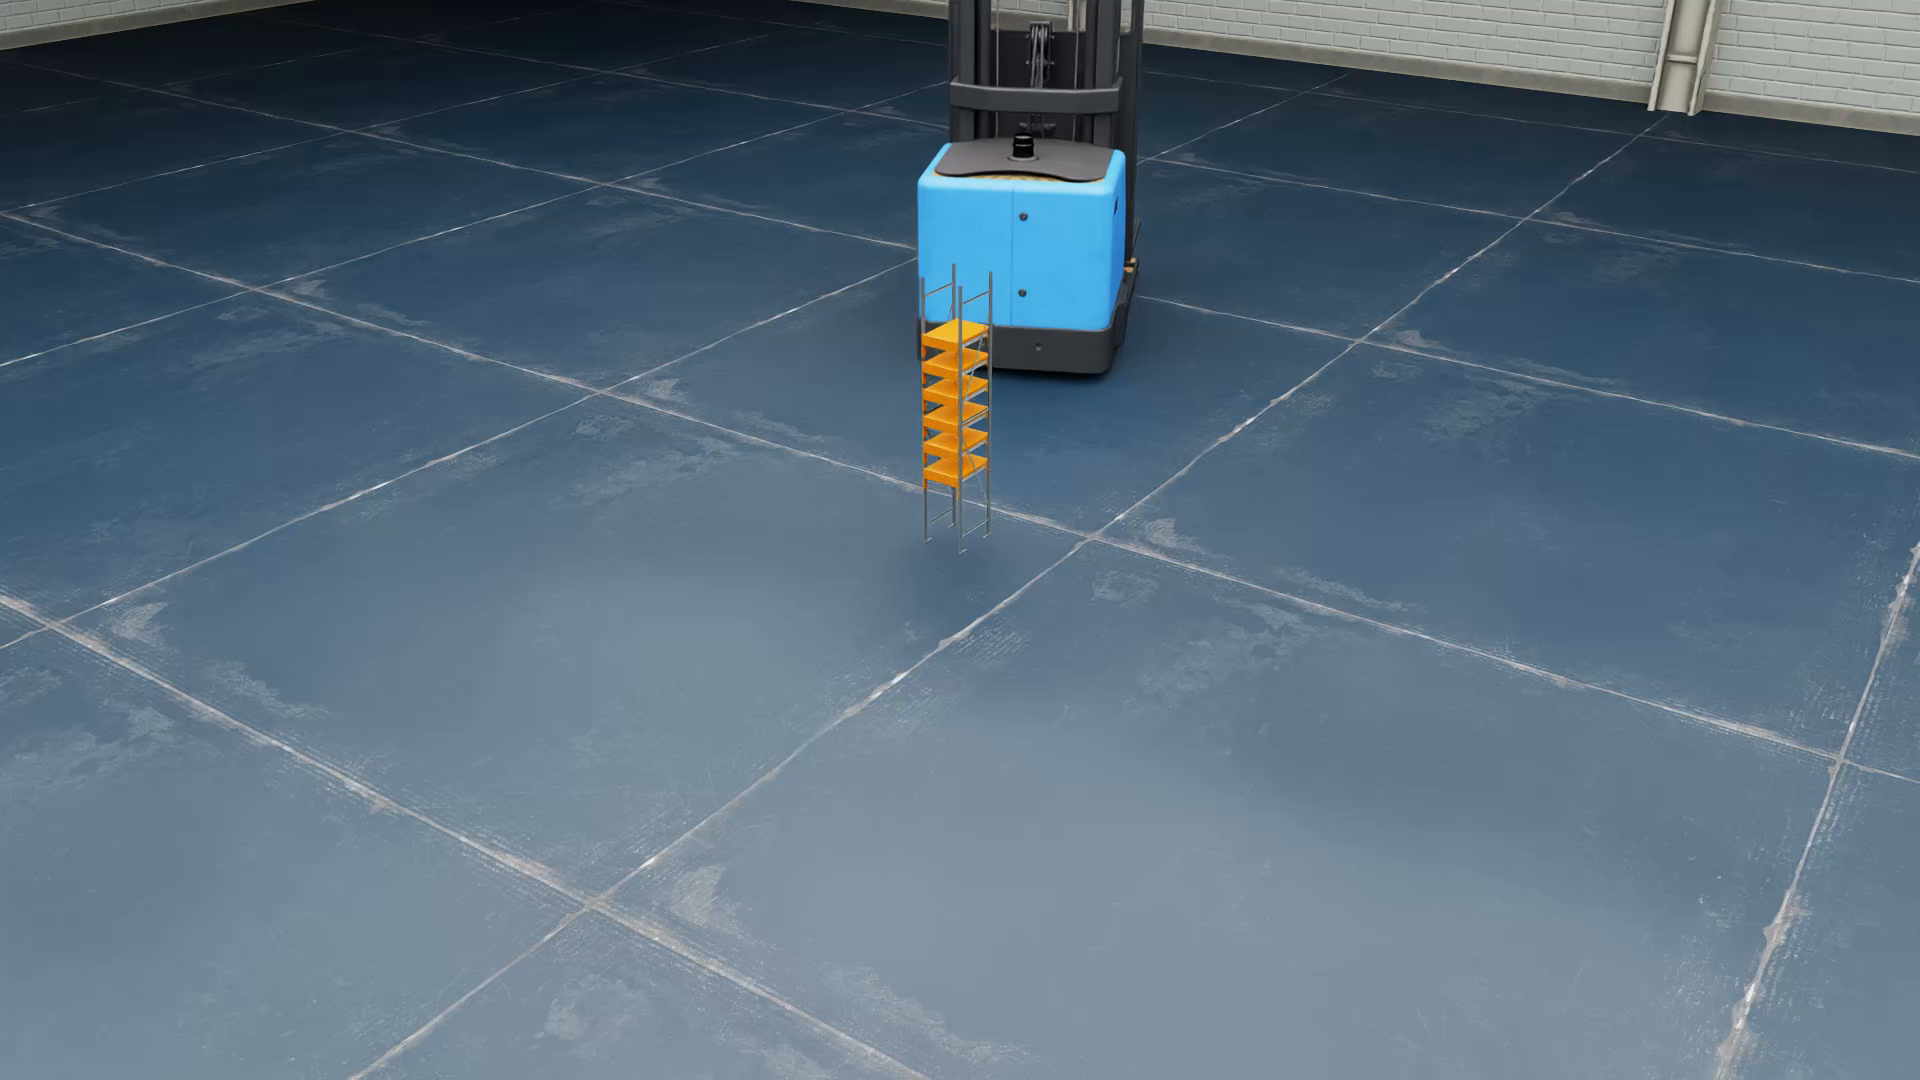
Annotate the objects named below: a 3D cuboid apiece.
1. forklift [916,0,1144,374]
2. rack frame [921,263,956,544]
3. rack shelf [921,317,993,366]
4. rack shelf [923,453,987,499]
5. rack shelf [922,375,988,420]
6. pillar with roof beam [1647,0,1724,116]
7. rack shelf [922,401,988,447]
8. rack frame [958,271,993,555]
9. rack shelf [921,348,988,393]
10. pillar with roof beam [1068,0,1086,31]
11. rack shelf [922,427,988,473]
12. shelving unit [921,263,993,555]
[{"bbox_3d":[0.519,-2.833,9.585,1.130,2.935,3.031,4,27,9],"label":"forklift"},{"bbox_3d":[-0.087,-0.562,7.031,0.006,1.200,0.240,17,32,30],"label":"rack frame"},{"bbox_3d":[-0.012,-0.820,6.842,0.180,0.103,0.258,17,32,30],"label":"rack shelf"},{"bbox_3d":[-0.012,-0.285,7.114,0.180,0.103,0.258,17,32,30],"label":"rack shelf"},{"bbox_3d":[-0.012,-0.606,6.951,0.180,0.103,0.258,17,32,30],"label":"rack shelf"},{"bbox_3d":[3.902,-6.218,9.547,0.400,9.000,9.100,17,32,30],"label":"pillar with roof beam"},{"bbox_3d":[-0.012,-0.499,7.005,0.180,0.103,0.258,17,32,30],"label":"rack shelf"},{"bbox_3d":[0.063,-0.515,6.939,0.006,1.200,0.240,17,32,30],"label":"rack frame"},{"bbox_3d":[-0.012,-0.713,6.896,0.180,0.103,0.258,17,32,30],"label":"rack shelf"},{"bbox_3d":[-1.043,-7.759,12.575,0.400,9.000,9.100,17,32,30],"label":"pillar with roof beam"},{"bbox_3d":[-0.012,-0.392,7.060,0.180,0.103,0.258,17,32,30],"label":"rack shelf"},{"bbox_3d":[-0.012,-0.538,6.985,0.189,1.200,0.258,17,32,30],"label":"shelving unit"}]
